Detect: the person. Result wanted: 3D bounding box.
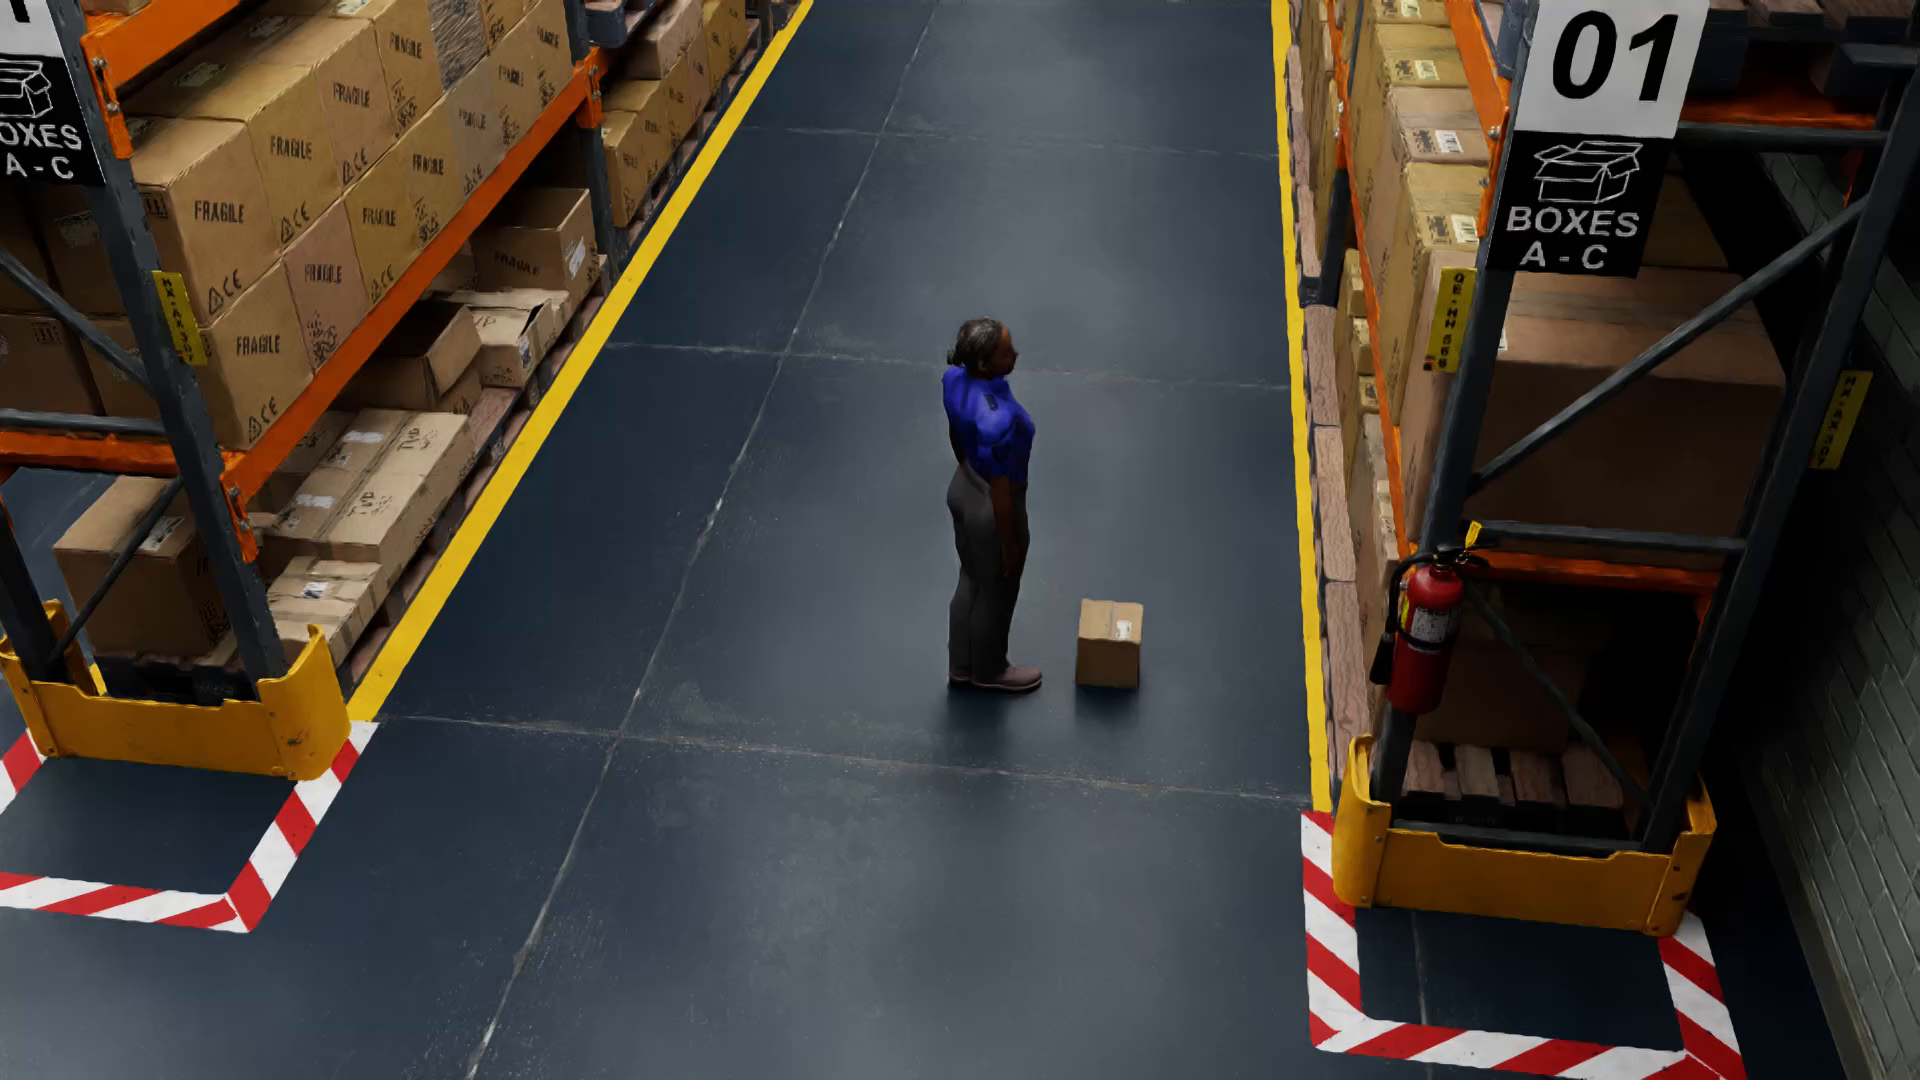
[{"bbox_3d":[0.108,-0.139,6.322,0.353,1.657,0.537,-16,39,-20],"label":"person"}]
